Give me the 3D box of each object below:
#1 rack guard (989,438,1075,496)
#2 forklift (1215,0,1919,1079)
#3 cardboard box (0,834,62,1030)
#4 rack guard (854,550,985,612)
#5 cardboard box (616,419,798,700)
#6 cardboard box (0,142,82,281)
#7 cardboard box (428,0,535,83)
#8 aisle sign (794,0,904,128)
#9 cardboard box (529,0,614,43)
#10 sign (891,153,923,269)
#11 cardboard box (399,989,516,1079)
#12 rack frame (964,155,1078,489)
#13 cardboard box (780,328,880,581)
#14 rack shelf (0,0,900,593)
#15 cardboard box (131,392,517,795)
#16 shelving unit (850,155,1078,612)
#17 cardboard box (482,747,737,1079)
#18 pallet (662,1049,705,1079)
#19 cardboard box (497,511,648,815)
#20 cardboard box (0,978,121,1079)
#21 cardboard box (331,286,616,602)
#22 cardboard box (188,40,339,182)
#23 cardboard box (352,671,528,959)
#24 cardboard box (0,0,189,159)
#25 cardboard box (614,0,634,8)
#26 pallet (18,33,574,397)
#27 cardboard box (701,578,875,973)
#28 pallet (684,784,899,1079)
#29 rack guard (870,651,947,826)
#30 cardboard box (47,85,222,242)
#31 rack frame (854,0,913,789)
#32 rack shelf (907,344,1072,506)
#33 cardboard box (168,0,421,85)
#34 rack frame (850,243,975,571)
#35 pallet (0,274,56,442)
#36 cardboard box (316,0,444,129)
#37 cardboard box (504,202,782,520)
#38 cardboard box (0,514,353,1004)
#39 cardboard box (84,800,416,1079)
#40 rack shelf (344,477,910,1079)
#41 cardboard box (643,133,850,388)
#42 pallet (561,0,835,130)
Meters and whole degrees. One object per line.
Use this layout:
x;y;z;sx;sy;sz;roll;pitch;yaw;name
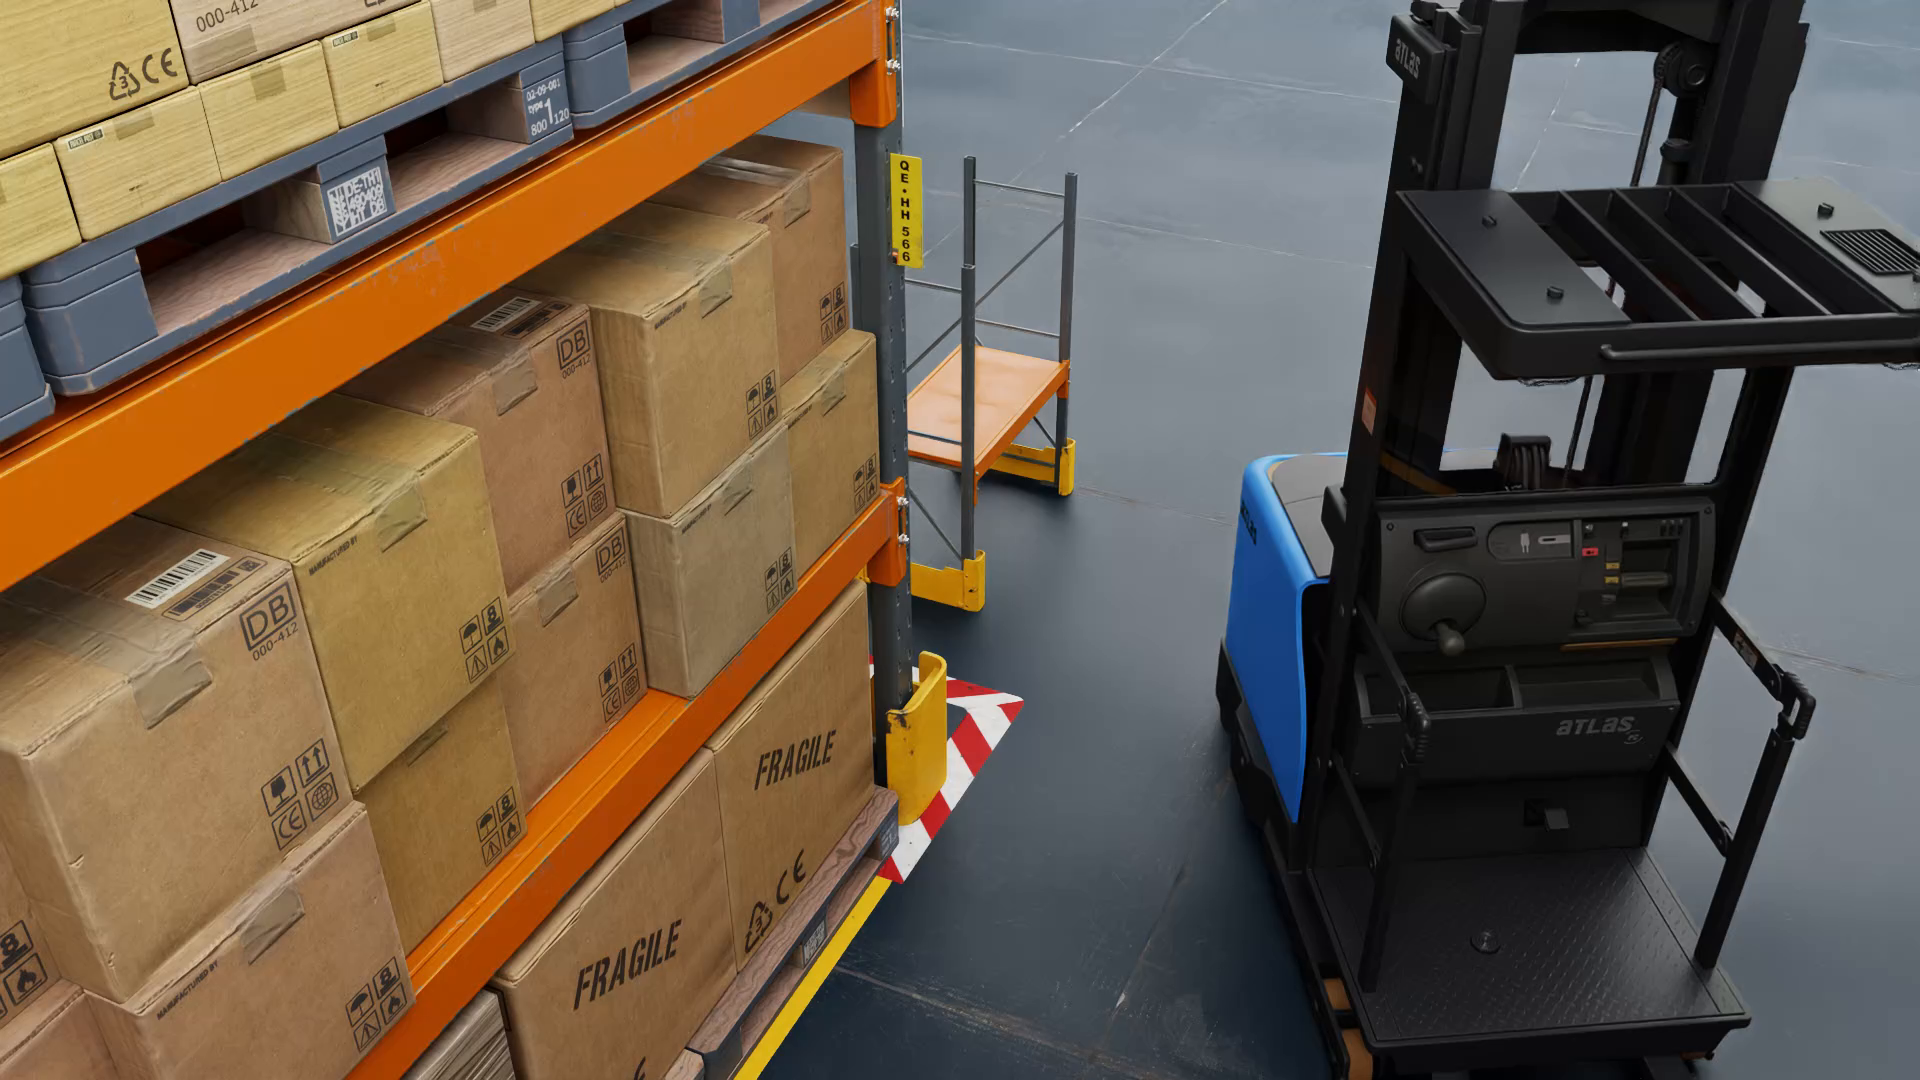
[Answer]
0.240;-0.391;7.618;0.587;0.250;0.087;14;36;20;rack guard
1.610;0.160;4.333;1.130;2.935;3.031;-3;33;-4;forklift
-2.001;0.539;2.571;0.875;0.550;0.550;14;36;20;cardboard box
-0.176;0.106;6.861;0.587;0.250;0.087;14;36;20;rack guard
-0.962;-0.051;4.456;0.875;0.550;0.550;14;36;20;cardboard box
-1.426;-0.448;2.217;0.380;0.149;0.250;14;36;20;cardboard box
-1.001;-0.954;2.988;0.380;0.149;0.250;14;36;21;cardboard box
-0.336;-1.516;4.456;0.394;0.787;0.004;14;36;20;aisle sign
-0.895;-1.079;3.180;0.380;0.149;0.250;14;36;20;cardboard box
-0.151;-0.915;4.637;0.100;0.325;0.005;14;36;20;sign
-1.611;1.495;3.789;0.875;0.875;0.875;14;36;21;cardboard box
0.248;-0.923;7.290;0.500;1.500;0.032;14;36;20;rack frame
-0.752;-0.330;4.881;0.875;0.550;0.550;14;36;20;cardboard box
-1.475;-0.420;3.076;1.077;0.370;4.000;14;36;20;rack shelf
-1.436;0.035;3.339;0.875;0.550;0.500;14;36;20;cardboard box
0.032;-0.665;6.897;0.587;1.500;1.083;14;36;20;shelving unit
-1.228;1.042;4.481;0.875;0.875;0.875;14;36;20;cardboard box
-1.413;1.725;4.427;1.003;0.211;1.213;14;36;20;pallet
-1.311;0.199;4.075;0.875;0.550;0.550;14;36;20;cardboard box
-1.958;1.001;2.851;0.875;0.550;0.550;14;36;20;cardboard box
-1.332;-0.258;3.787;0.875;0.550;0.550;14;36;20;cardboard box
-1.214;-0.698;2.599;0.380;0.149;0.250;15;36;21;cardboard box
-1.495;0.472;3.658;0.875;0.550;0.500;14;36;20;cardboard box
-1.432;-0.686;2.217;0.500;0.250;0.500;14;36;20;cardboard box
-0.789;-1.207;3.375;0.380;0.149;0.250;15;36;21;cardboard box
-1.448;-0.698;2.925;1.003;0.211;1.213;14;36;20;pallet
-0.862;0.603;5.150;0.875;0.875;0.875;14;36;21;cardboard box
-0.901;1.120;5.350;1.003;0.211;1.213;14;36;20;pallet
-0.628;0.571;5.924;1.175;0.500;0.348;14;36;20;rack guard
-1.319;-0.575;2.411;0.380;0.149;0.250;14;36;21;cardboard box
-0.638;-0.463;5.220;1.000;3.000;0.127;14;36;20;rack frame
0.036;-0.519;7.002;0.538;0.185;1.000;14;36;20;rack shelf
-1.221;-0.939;2.602;0.500;0.250;0.500;15;36;21;cardboard box
-0.177;-0.416;6.517;0.500;1.500;0.032;14;36;20;rack frame
-1.960;-0.093;2.002;1.003;0.211;1.213;14;36;20;pallet
-1.108;-0.827;2.795;0.380;0.149;0.250;15;36;21;cardboard box
-0.975;-0.506;4.165;0.875;0.550;0.550;14;36;20;cardboard box
-1.651;0.301;2.934;0.875;0.550;0.550;14;36;20;cardboard box
-1.626;0.759;3.220;0.875;0.550;0.550;14;36;20;cardboard box
-1.475;0.834;3.898;1.077;0.370;4.000;14;36;20;rack shelf
-0.828;-0.801;4.615;0.875;0.550;0.550;14;36;20;cardboard box
-0.939;-1.308;3.855;1.003;0.211;1.213;14;36;20;pallet
